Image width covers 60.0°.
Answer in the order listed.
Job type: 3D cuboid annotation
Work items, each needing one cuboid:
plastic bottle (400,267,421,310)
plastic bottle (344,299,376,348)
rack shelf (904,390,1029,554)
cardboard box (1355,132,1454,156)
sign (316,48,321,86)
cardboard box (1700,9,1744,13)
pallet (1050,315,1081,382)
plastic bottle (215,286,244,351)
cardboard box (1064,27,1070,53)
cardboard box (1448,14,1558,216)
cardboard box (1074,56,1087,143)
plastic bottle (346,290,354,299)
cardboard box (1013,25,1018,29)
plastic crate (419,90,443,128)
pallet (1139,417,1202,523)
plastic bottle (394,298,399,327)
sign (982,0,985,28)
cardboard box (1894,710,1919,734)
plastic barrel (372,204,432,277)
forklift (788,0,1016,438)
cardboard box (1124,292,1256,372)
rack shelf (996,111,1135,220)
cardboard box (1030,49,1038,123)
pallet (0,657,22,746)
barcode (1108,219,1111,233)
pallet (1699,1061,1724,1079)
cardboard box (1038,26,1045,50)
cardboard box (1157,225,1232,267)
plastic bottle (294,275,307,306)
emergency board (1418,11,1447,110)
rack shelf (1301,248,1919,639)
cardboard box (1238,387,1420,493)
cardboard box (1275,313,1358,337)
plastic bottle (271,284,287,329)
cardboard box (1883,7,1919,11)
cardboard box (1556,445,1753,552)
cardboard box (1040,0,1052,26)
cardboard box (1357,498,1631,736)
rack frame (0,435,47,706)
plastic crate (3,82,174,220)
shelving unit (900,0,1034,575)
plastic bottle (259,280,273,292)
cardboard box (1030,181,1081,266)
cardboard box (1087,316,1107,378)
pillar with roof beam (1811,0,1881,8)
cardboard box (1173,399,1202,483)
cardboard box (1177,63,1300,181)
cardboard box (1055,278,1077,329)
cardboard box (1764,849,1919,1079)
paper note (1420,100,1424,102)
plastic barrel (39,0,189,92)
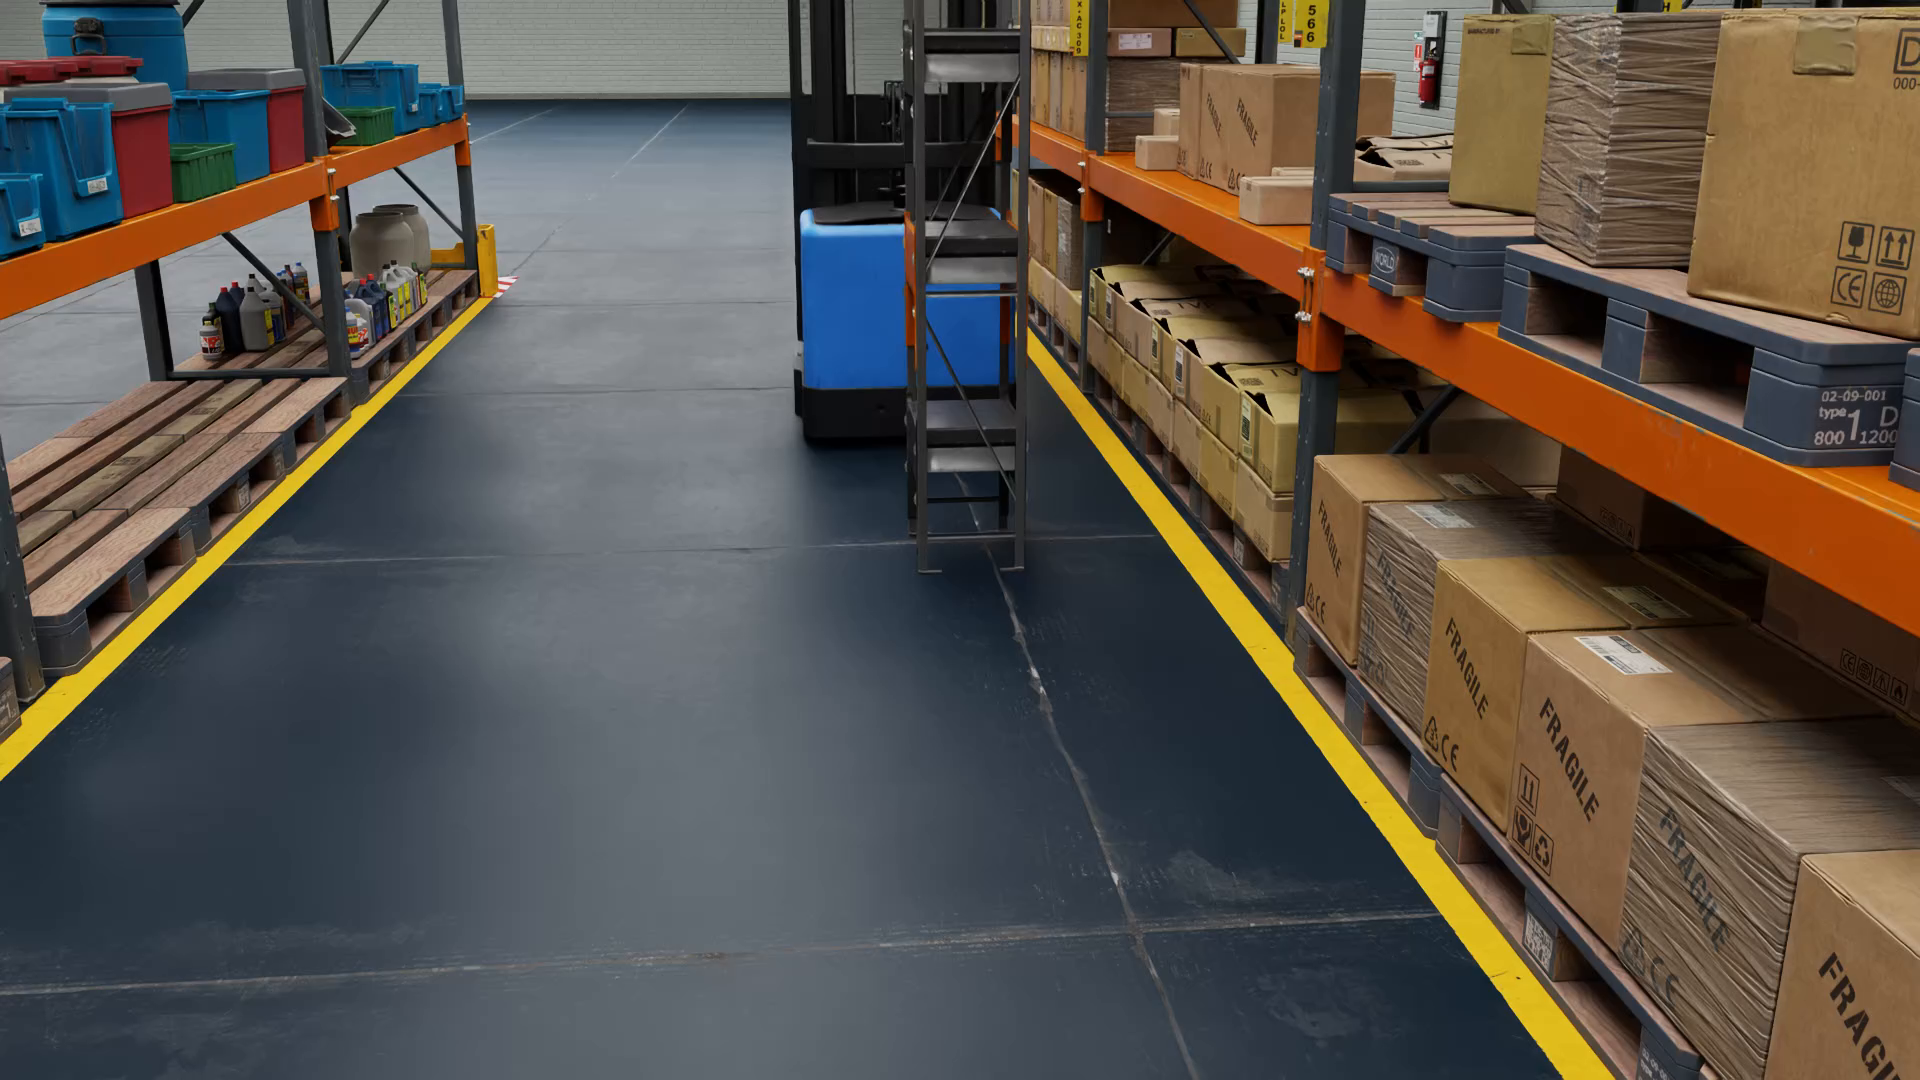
[{"bbox_3d":[-3.539,-1.613,10.619,0.152,0.276,0.135,-2,18,-5],"label":"plastic bottle"},{"bbox_3d":[-3.409,-1.235,9.415,0.152,0.276,0.135,-1,17,-4],"label":"plastic bottle"},{"bbox_3d":[0.017,-0.272,6.419,0.431,0.518,0.480,-2,18,-6],"label":"rack shelf"},{"bbox_3d":[1.689,-1.310,5.992,0.500,0.311,0.500,-2,18,-6],"label":"cardboard box"},{"bbox_3d":[-4.711,-3.428,12.128,0.100,0.325,0.005,-2,18,-6],"label":"sign"},{"bbox_3d":[5.529,-3.461,11.657,0.500,0.500,0.500,-2,18,-7],"label":"cardboard box"},{"bbox_3d":[1.136,-1.180,10.083,1.003,0.211,1.213,-2,18,-6],"label":"pallet"},{"bbox_3d":[-4.104,-1.249,9.337,0.144,0.351,0.185,-2,18,-7],"label":"plastic bottle"},{"bbox_3d":[0.832,-3.007,9.998,0.380,0.149,0.250,-2,18,-6],"label":"cardboard box"},{"bbox_3d":[1.766,-1.144,4.447,0.700,0.500,0.500,-8,19,-24],"label":"cardboard box"},{"bbox_3d":[1.063,-2.609,9.812,0.700,0.500,0.500,-2,18,-6],"label":"cardboard box"},{"bbox_3d":[-3.557,-1.321,9.698,0.097,0.271,0.097,0,17,0],"label":"plastic bottle"},{"bbox_3d":[0.590,-3.698,12.197,0.380,0.149,0.250,-2,18,-6],"label":"cardboard box"},{"bbox_3d":[-3.753,-2.908,11.179,0.499,0.251,0.408,-2,18,-6],"label":"plastic crate"},{"bbox_3d":[1.420,-0.359,7.469,1.003,0.211,1.213,-2,18,-6],"label":"pallet"},{"bbox_3d":[-3.447,-1.390,10.033,0.097,0.201,0.097,0,17,0],"label":"plastic bottle"},{"bbox_3d":[0.211,-3.899,12.512,0.100,0.325,0.005,-2,18,-6],"label":"sign"},{"bbox_3d":[2.084,0.635,3.087,0.500,0.500,0.500,-2,17,-5],"label":"cardboard box"},{"bbox_3d":[-4.020,-2.132,11.912,0.421,0.512,0.421,0,17,0],"label":"plastic barrel"},{"bbox_3d":[-0.377,-2.284,9.060,1.130,2.935,3.031,-2,18,-5],"label":"forklift"},{"bbox_3d":[1.072,-0.994,7.789,0.500,0.311,0.500,-2,18,-7],"label":"cardboard box"},{"bbox_3d":[0.970,-2.525,10.913,1.077,0.370,4.000,-2,18,-6],"label":"rack shelf"},{"bbox_3d":[0.858,-3.216,11.746,0.700,0.500,0.500,-1,17,-4],"label":"cardboard box"},{"bbox_3d":[-3.216,0.635,4.301,1.003,0.211,1.213,-2,18,-6],"label":"pallet"},{"bbox_3d":[0.788,-1.659,8.789,0.001,0.075,0.075,-2,18,-6],"label":"barcode"},{"bbox_3d":[1.880,1.201,2.501,1.003,0.211,1.213,-2,18,-6],"label":"pallet"},{"bbox_3d":[0.725,-3.314,10.975,0.380,0.149,0.250,-2,18,-6],"label":"cardboard box"},{"bbox_3d":[1.440,-1.666,9.614,0.500,0.500,0.500,-2,18,-6],"label":"cardboard box"},{"bbox_3d":[-4.276,-1.606,10.723,0.097,0.201,0.097,0,17,0],"label":"plastic bottle"},{"bbox_3d":[5.787,-5.961,20.658,0.194,1.169,0.643,-2,18,-6],"label":"emergency board"},{"bbox_3d":[1.795,-0.141,3.321,1.077,0.370,4.000,-2,18,-6],"label":"rack shelf"},{"bbox_3d":[1.290,-0.385,5.849,0.500,0.311,0.500,-1,17,-4],"label":"cardboard box"},{"bbox_3d":[1.660,-0.863,7.372,0.500,0.311,0.500,-2,18,-6],"label":"cardboard box"},{"bbox_3d":[-4.058,-1.381,9.870,0.061,0.283,0.133,-2,18,-6],"label":"plastic bottle"},{"bbox_3d":[5.747,-2.853,9.723,0.500,0.500,0.500,-2,18,-6],"label":"cardboard box"},{"bbox_3d":[1.929,-0.168,4.390,0.500,0.250,0.500,-1,17,-4],"label":"cardboard box"},{"bbox_3d":[0.917,-3.669,11.022,0.700,0.500,0.500,-2,18,-5],"label":"cardboard box"},{"bbox_3d":[1.411,0.202,4.463,0.500,0.500,0.500,-2,18,-8],"label":"cardboard box"},{"bbox_3d":[-3.339,-0.929,4.627,1.000,3.000,0.127,-2,18,-6],"label":"rack frame"},{"bbox_3d":[-3.201,-1.450,6.181,0.402,0.464,0.583,-2,18,-6],"label":"plastic crate"},{"bbox_3d":[0.017,-0.952,6.205,0.431,2.100,0.503,-2,18,-6],"label":"shelving unit"},{"bbox_3d":[-4.170,-1.416,9.991,0.152,0.276,0.135,-1,17,-5],"label":"plastic bottle"},{"bbox_3d":[0.750,-2.097,10.985,0.500,0.500,0.500,-2,18,-6],"label":"cardboard box"},{"bbox_3d":[0.971,-1.033,8.849,0.500,0.250,0.500,-2,18,-7],"label":"cardboard box"},{"bbox_3d":[2.341,-6.166,11.293,9.100,9.000,0.400,-2,18,-6],"label":"pillar with roof beam"},{"bbox_3d":[1.186,-0.422,6.902,0.500,0.250,0.500,-1,17,-4],"label":"cardboard box"},{"bbox_3d":[1.294,-1.934,7.662,0.500,0.500,0.500,-1,17,-2],"label":"cardboard box"},{"bbox_3d":[0.869,-1.441,10.150,0.500,0.250,0.500,-2,18,-6],"label":"cardboard box"},{"bbox_3d":[1.623,0.808,2.534,0.500,0.500,0.500,-2,18,-5],"label":"cardboard box"},{"bbox_3d":[5.838,-5.596,20.964,0.016,0.148,0.142,-2,18,-6],"label":"paper note"},{"bbox_3d":[-4.013,-2.235,7.952,0.600,0.901,0.708,-2,18,-6],"label":"plastic barrel"}]
